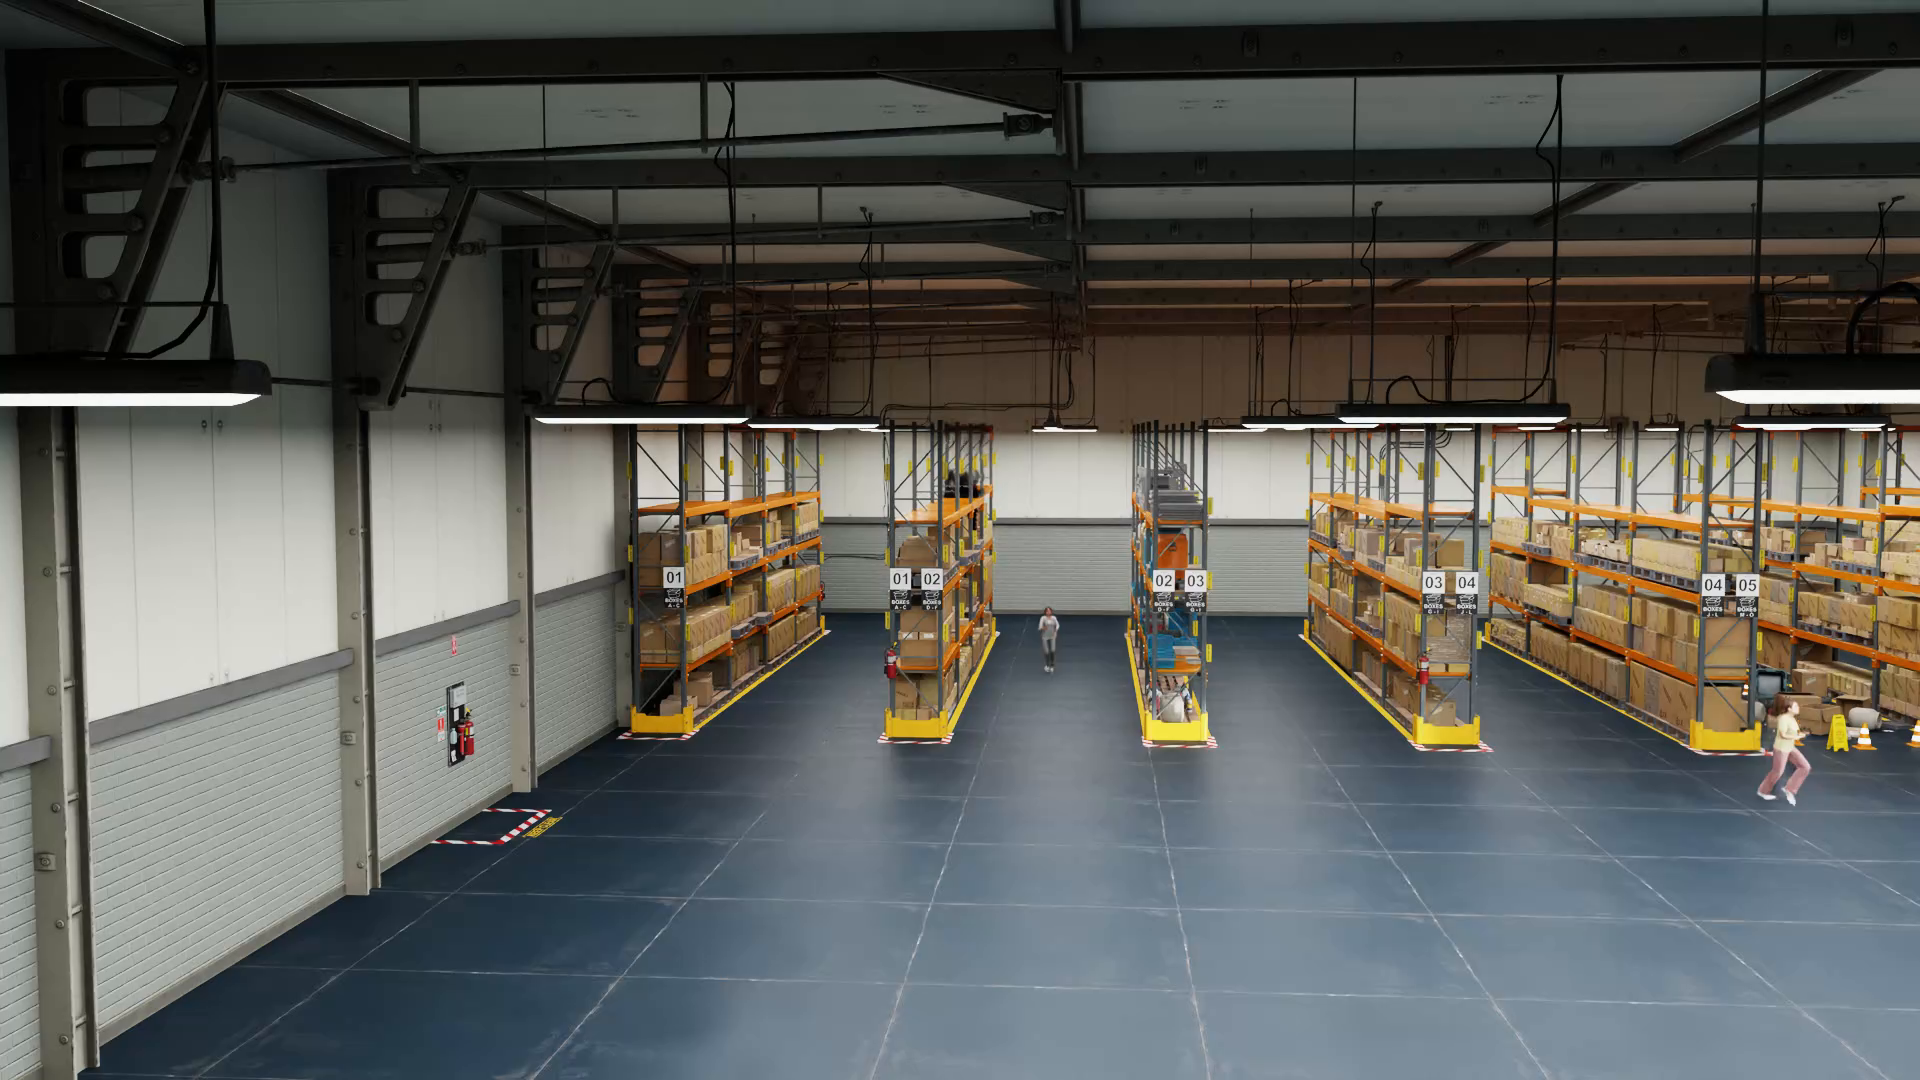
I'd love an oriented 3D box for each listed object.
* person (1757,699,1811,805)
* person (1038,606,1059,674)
[{"bbox_3d":[12.734,3.262,25.703,0.604,1.642,0.780,-3,5,-43],"label":"person"},{"bbox_3d":[2.134,2.403,39.884,0.514,1.631,0.653,0,4,-1],"label":"person"}]
